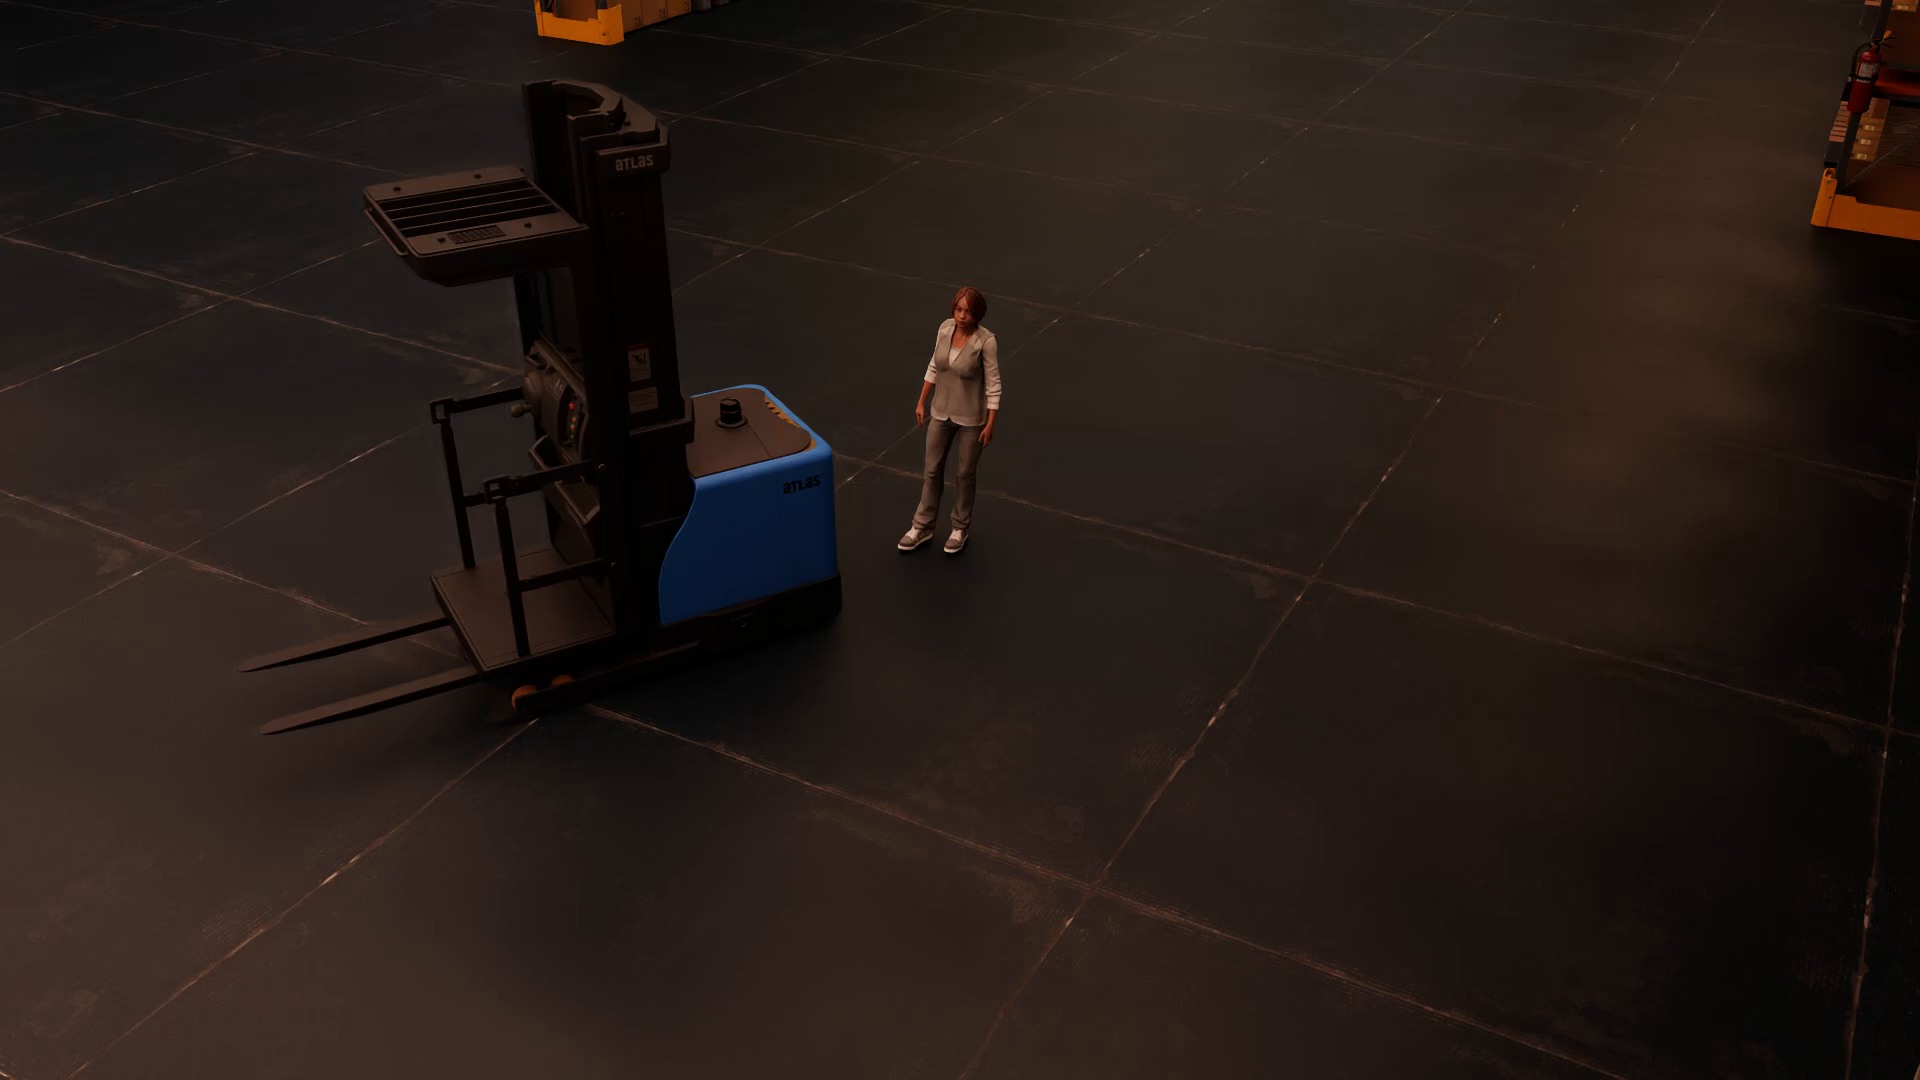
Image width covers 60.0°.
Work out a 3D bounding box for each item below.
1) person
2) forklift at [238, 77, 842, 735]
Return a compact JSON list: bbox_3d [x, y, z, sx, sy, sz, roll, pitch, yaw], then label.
[{"bbox_3d":[-0.048,-0.668,9.551,0.519,1.594,0.474,15,33,25],"label":"person"},{"bbox_3d":[-2.191,-0.668,8.227,3.031,2.935,1.130,-16,34,-25],"label":"forklift"}]
